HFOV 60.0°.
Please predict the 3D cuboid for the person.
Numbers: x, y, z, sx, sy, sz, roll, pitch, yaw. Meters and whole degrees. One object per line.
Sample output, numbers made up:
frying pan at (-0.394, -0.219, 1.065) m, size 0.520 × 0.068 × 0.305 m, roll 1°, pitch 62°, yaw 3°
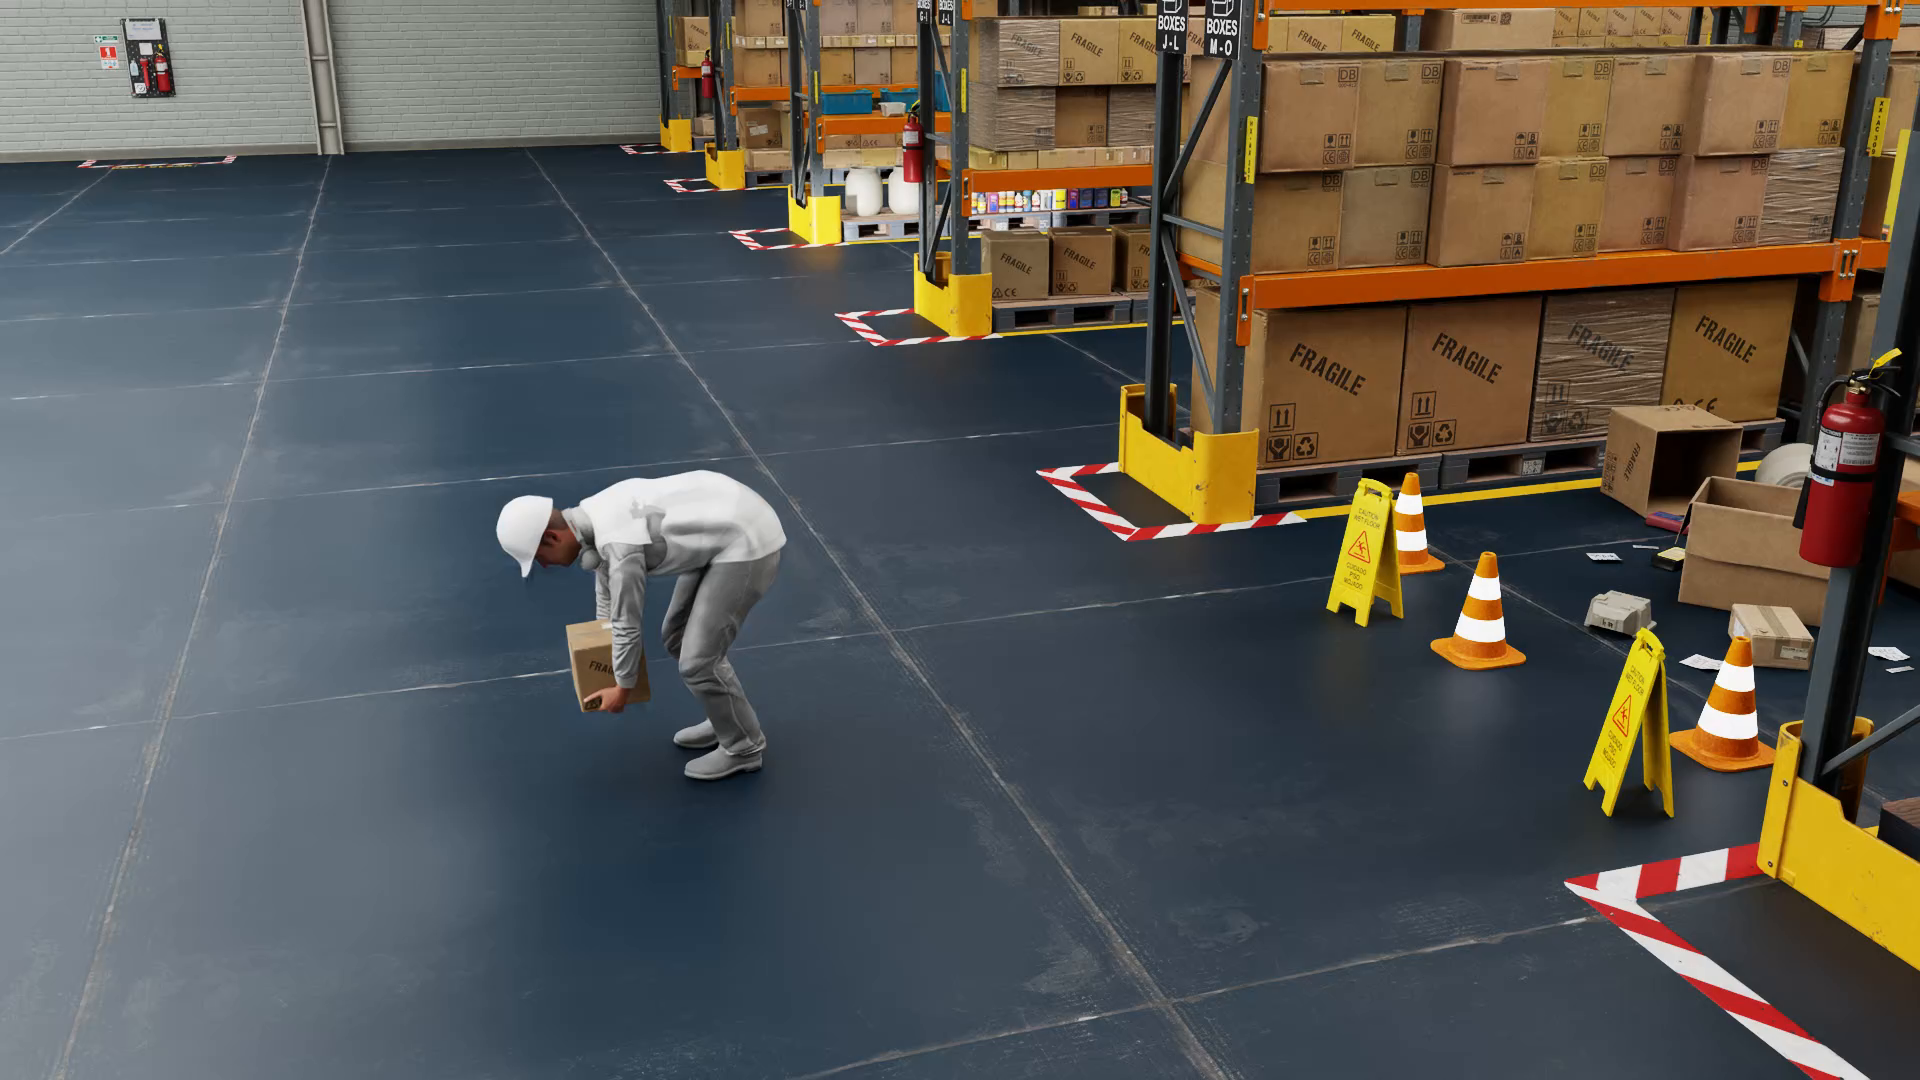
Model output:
person at (-1.139, 0.322, 6.090) m, size 1.008 × 1.123 × 0.466 m, roll -7°, pitch 20°, yaw -19°
